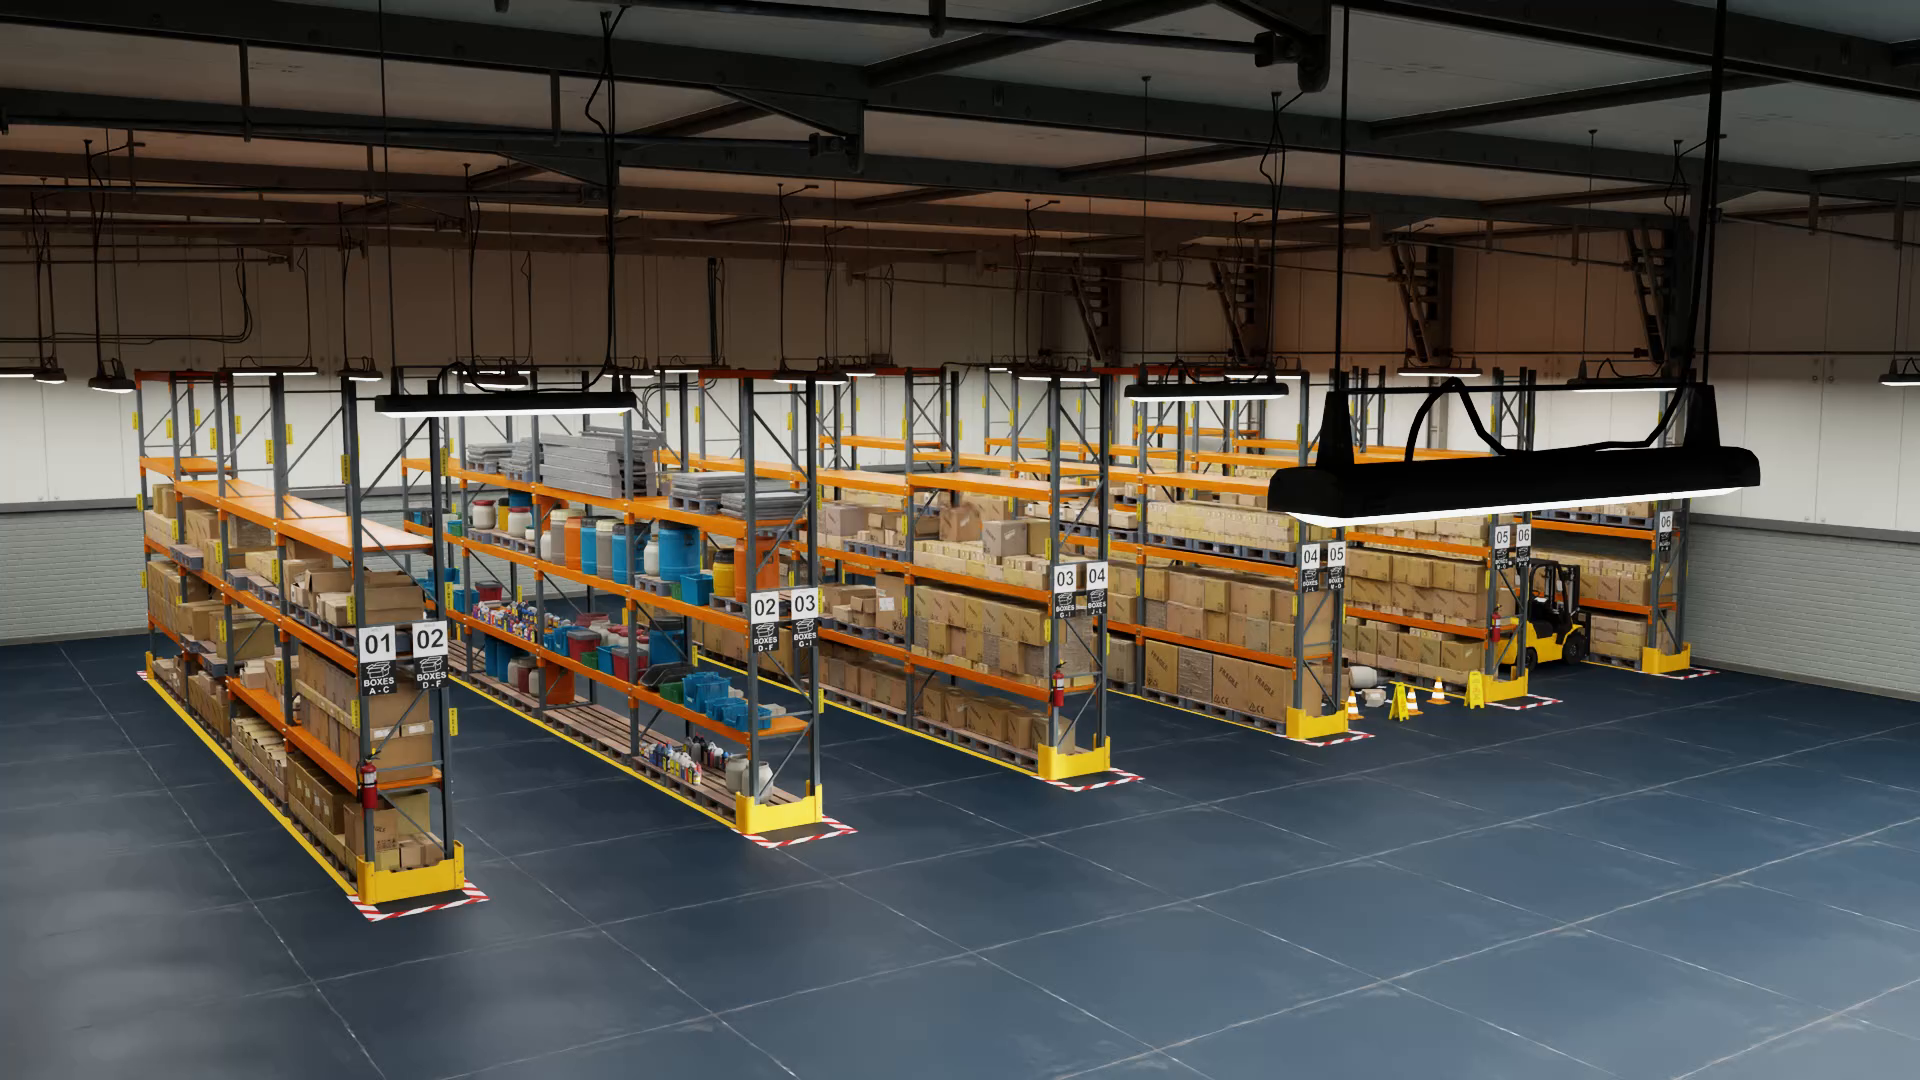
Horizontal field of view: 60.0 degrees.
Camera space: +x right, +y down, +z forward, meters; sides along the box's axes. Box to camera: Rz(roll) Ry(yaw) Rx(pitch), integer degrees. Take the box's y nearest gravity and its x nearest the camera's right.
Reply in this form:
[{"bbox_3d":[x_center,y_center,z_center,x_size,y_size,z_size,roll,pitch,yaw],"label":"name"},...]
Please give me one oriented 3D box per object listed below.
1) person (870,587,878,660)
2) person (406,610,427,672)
[{"bbox_3d":[-1.718,1.742,33.306,0.715,1.685,0.634,-3,7,-24],"label":"person"},{"bbox_3d":[-10.453,1.887,31.823,0.537,1.738,0.969,0,6,3],"label":"person"}]
